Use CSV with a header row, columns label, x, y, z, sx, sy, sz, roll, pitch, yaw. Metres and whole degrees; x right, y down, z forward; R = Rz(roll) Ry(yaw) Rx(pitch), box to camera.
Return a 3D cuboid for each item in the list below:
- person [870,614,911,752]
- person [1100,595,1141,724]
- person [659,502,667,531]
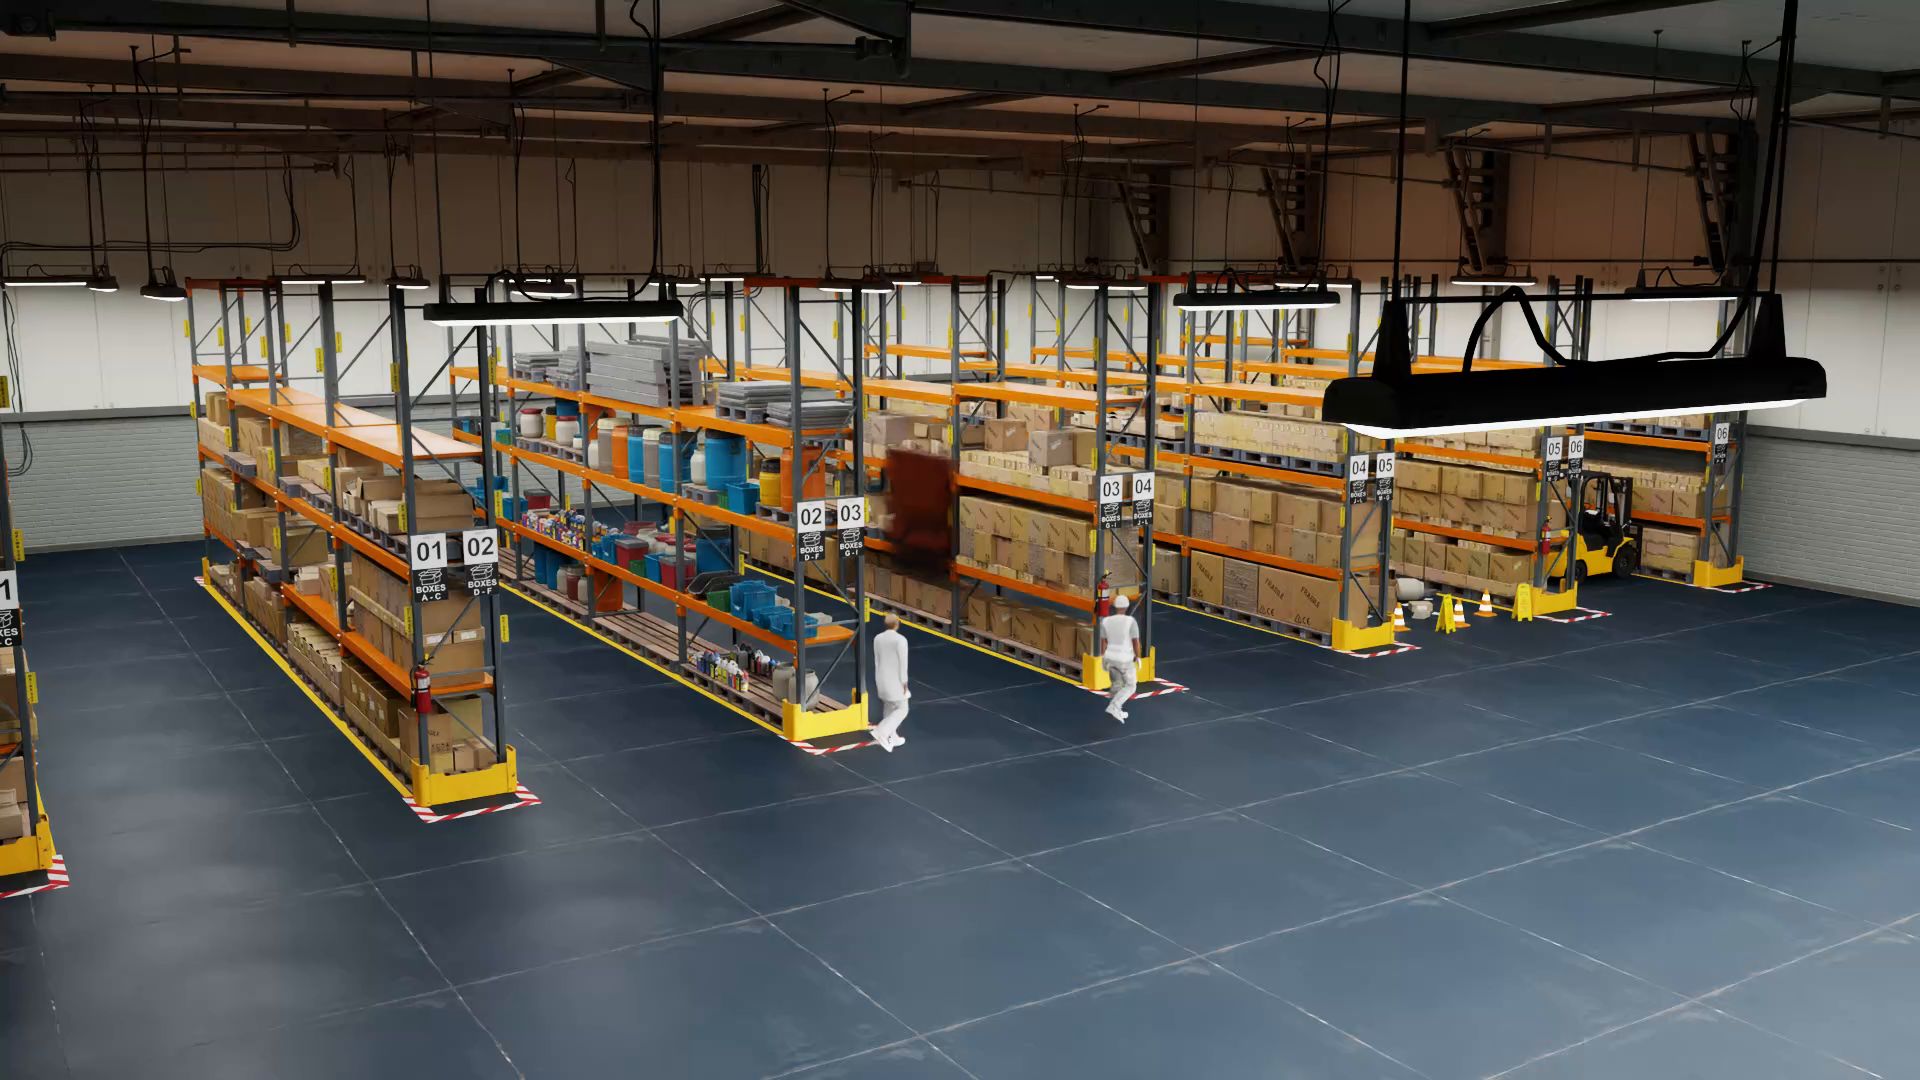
label,x,y,z,sx,sy,sz,roll,pitch,yaw
person,-0.960,1.856,21.617,0.665,1.761,0.602,-9,13,-42
person,2.154,1.651,22.776,0.554,1.781,0.742,8,13,40
person,-6.857,-1.029,39.442,0.483,1.647,0.597,6,11,33
